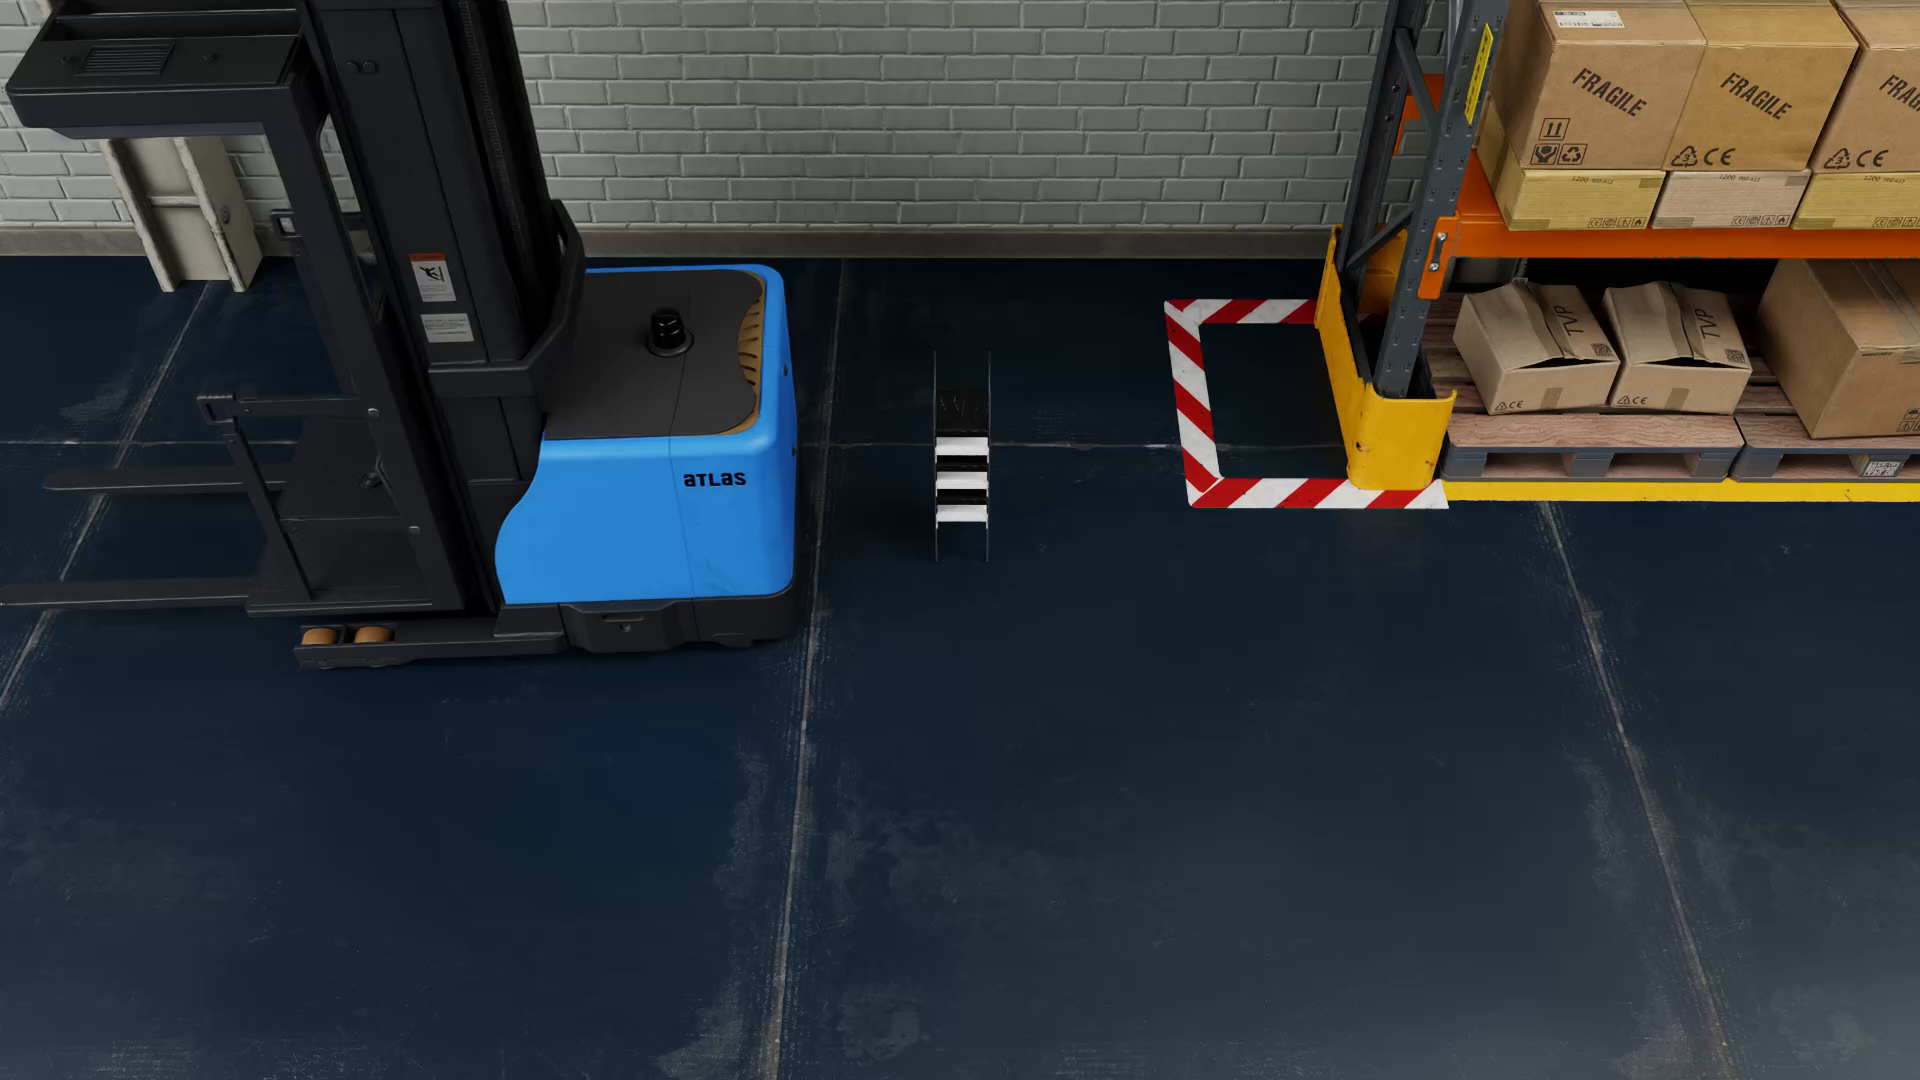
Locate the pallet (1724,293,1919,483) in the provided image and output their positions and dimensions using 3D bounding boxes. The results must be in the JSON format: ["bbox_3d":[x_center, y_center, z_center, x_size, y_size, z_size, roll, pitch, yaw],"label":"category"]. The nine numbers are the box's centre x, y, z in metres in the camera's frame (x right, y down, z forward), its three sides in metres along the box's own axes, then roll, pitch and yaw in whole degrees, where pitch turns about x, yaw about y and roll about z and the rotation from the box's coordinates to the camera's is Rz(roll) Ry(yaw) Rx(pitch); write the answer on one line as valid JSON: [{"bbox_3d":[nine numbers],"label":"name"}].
[{"bbox_3d":[3.838,-0.675,7.234,1.213,0.211,1.003,0,47,0],"label":"pallet"}]

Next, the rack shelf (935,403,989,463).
[{"bbox_3d":[0.008,-0.406,6.313,0.200,0.077,0.258,0,47,0],"label":"rack shelf"}]

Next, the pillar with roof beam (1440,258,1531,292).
[{"bbox_3d":[2.420,-1.182,1.703,0.400,9.000,9.100,0,47,0],"label":"pillar with roof beam"}]

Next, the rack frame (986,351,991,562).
[{"bbox_3d":[0.110,-0.306,6.420,0.006,0.900,0.240,0,47,0],"label":"rack frame"}]

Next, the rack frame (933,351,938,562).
[{"bbox_3d":[-0.094,-0.307,6.421,0.006,0.900,0.240,0,47,0],"label":"rack frame"}]

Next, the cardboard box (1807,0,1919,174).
[{"bbox_3d":[3.220,-1.634,5.798,0.500,0.500,0.500,-1,47,-1],"label":"cardboard box"}]

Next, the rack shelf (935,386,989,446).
[{"bbox_3d":[0.008,-0.468,6.247,0.200,0.077,0.258,0,47,0],"label":"rack shelf"}]

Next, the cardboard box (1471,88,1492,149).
[{"bbox_3d":[2.201,-1.755,6.423,0.500,0.250,0.500,1,47,1],"label":"cardboard box"}]

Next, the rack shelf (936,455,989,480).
[{"bbox_3d":[0.008,-0.345,6.379,0.200,0.077,0.258,0,47,0],"label":"rack shelf"}]

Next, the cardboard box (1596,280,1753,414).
[{"bbox_3d":[2.994,-0.823,7.003,0.500,0.311,0.500,4,47,3],"label":"cardboard box"}]

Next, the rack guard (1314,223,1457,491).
[{"bbox_3d":[1.809,-0.806,7.159,0.348,0.500,1.175,0,47,0],"label":"rack guard"}]

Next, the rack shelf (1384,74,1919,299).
[{"bbox_3d":[3.733,-1.408,6.503,4.000,0.370,1.077,0,47,0],"label":"rack shelf"}]

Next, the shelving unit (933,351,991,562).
[{"bbox_3d":[0.008,-0.307,6.421,0.210,0.900,0.258,0,47,0],"label":"shelving unit"}]

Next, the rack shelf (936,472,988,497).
[{"bbox_3d":[0.008,-0.284,6.445,0.200,0.077,0.258,0,47,0],"label":"rack shelf"}]

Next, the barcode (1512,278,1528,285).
[{"bbox_3d":[2.444,-1.120,7.274,0.075,0.075,0.001,0,47,0],"label":"barcode"}]

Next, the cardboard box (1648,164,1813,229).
[{"bbox_3d":[2.739,-1.389,6.083,0.500,0.250,0.500,-1,47,-1],"label":"cardboard box"}]

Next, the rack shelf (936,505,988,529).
[{"bbox_3d":[0.008,-0.161,6.577,0.200,0.077,0.258,0,47,0],"label":"rack shelf"}]

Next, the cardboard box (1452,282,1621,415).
[{"bbox_3d":[2.424,-0.824,7.004,0.500,0.311,0.500,-5,47,-4],"label":"cardboard box"}]

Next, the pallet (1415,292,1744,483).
[{"bbox_3d":[2.621,-0.680,7.239,1.213,0.211,1.003,0,47,0],"label":"pallet"}]

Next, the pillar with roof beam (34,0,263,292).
[{"bbox_3d":[-3.580,-1.199,1.718,0.400,9.000,9.100,0,47,0],"label":"pillar with roof beam"}]

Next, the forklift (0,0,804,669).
[{"bbox_3d":[-2.144,-0.909,5.594,3.031,2.935,1.130,-2,47,-2],"label":"forklift"}]

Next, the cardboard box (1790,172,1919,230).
[{"bbox_3d":[3.248,-1.384,6.077,0.500,0.250,0.500,-1,47,0],"label":"cardboard box"}]

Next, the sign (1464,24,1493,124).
[{"bbox_3d":[1.731,-1.556,5.558,0.005,0.325,0.100,0,47,0],"label":"sign"}]

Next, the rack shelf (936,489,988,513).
[{"bbox_3d":[0.008,-0.223,6.511,0.200,0.077,0.258,0,47,0],"label":"rack shelf"}]

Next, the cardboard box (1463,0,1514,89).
[{"bbox_3d":[2.205,-2.024,6.161,0.500,0.500,0.500,0,47,0],"label":"cardboard box"}]

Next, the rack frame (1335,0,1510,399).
[{"bbox_3d":[1.733,-1.658,6.244,0.127,3.000,1.000,0,47,0],"label":"rack frame"}]

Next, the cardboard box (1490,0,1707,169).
[{"bbox_3d":[2.209,-1.648,5.811,0.500,0.500,0.500,0,47,0],"label":"cardboard box"}]

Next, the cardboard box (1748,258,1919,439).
[{"bbox_3d":[3.728,-0.849,6.898,0.500,0.500,0.700,-3,47,-2],"label":"cardboard box"}]

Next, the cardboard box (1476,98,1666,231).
[{"bbox_3d":[2.220,-1.380,6.074,0.500,0.250,0.500,-1,47,-1],"label":"cardboard box"}]

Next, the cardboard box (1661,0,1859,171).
[{"bbox_3d":[2.703,-1.640,5.803,0.500,0.500,0.500,0,47,0],"label":"cardboard box"}]
